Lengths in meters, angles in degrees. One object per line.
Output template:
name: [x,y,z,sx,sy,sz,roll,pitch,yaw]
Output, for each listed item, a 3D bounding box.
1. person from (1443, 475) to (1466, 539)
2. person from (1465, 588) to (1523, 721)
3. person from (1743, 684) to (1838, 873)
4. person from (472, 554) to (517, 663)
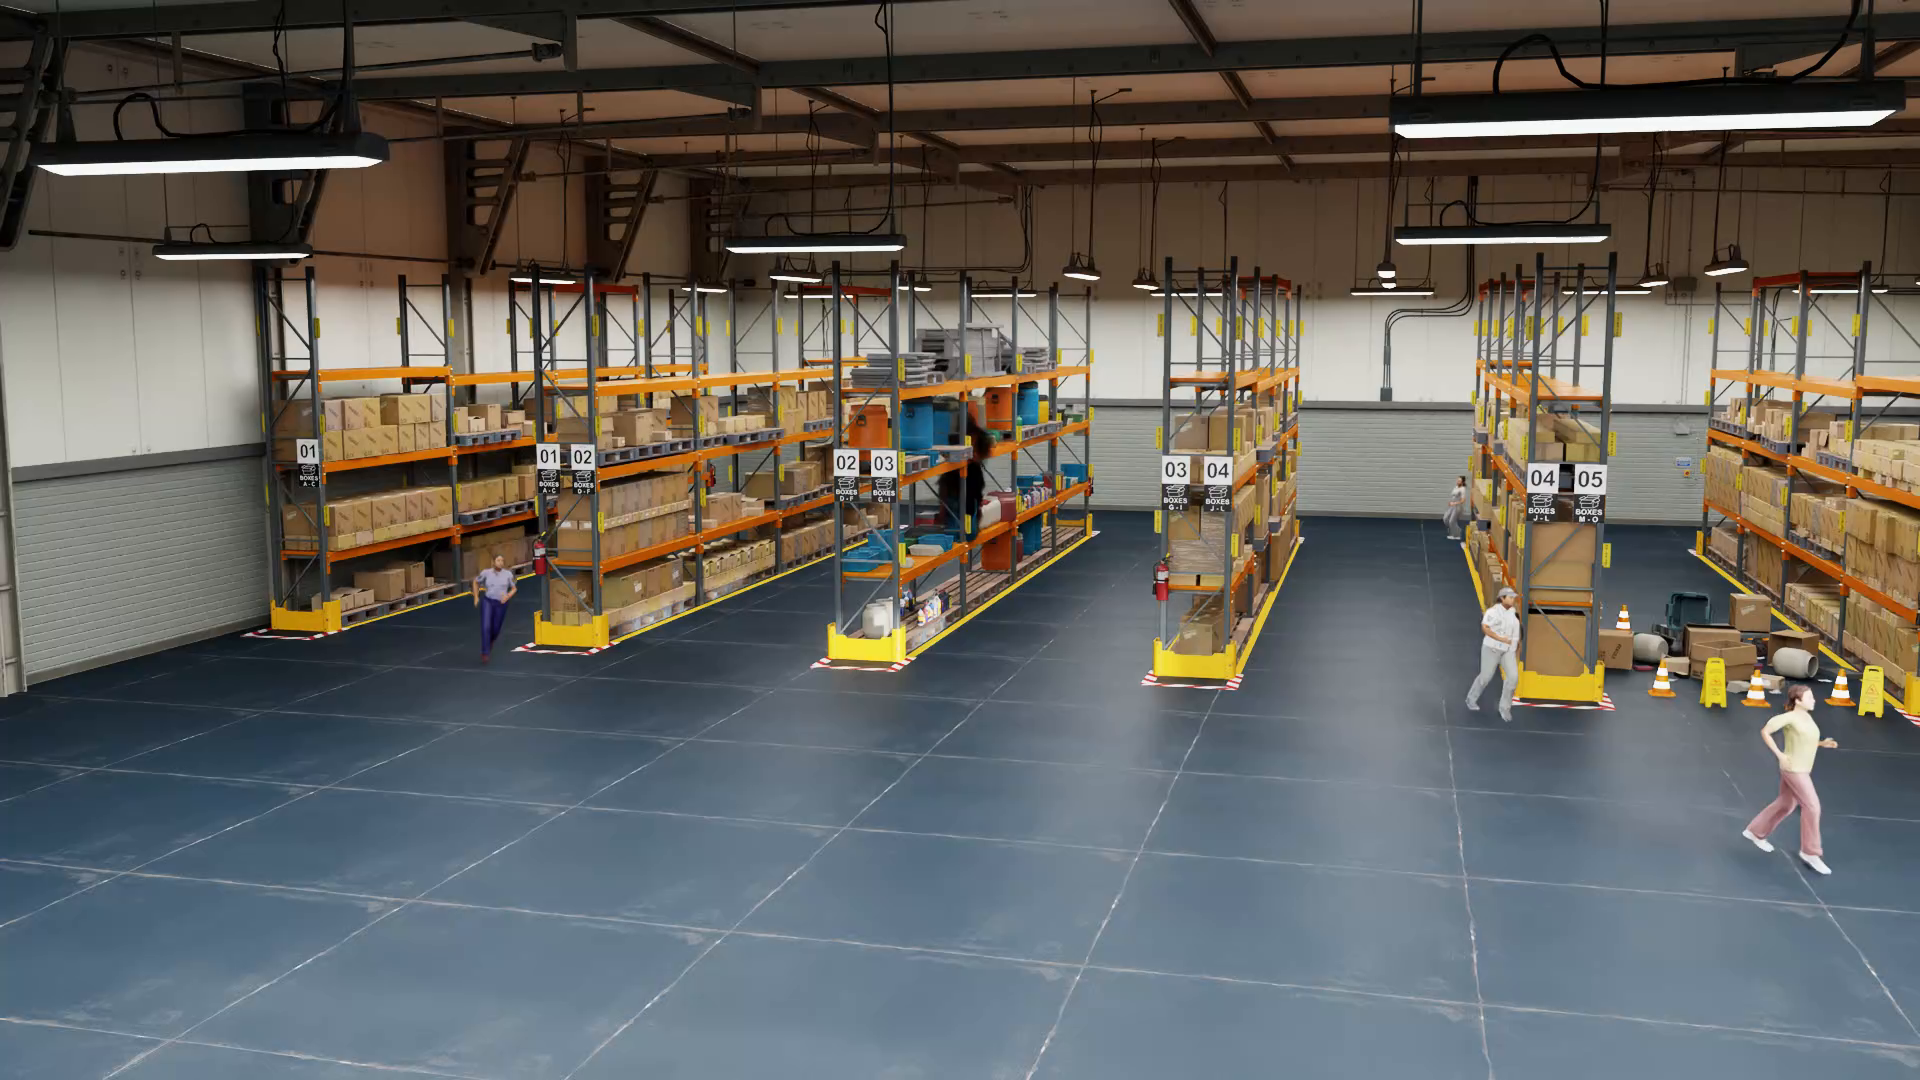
person: [11.711,-0.769,39.329,0.496,1.573,0.790,-2,7,-12]
person: [7.042,1.463,21.608,0.667,1.705,0.681,-3,8,-22]
person: [7.823,2.199,15.631,0.825,1.724,0.565,7,10,43]
person: [-7.088,1.009,25.375,0.647,1.612,0.787,-3,8,-21]
